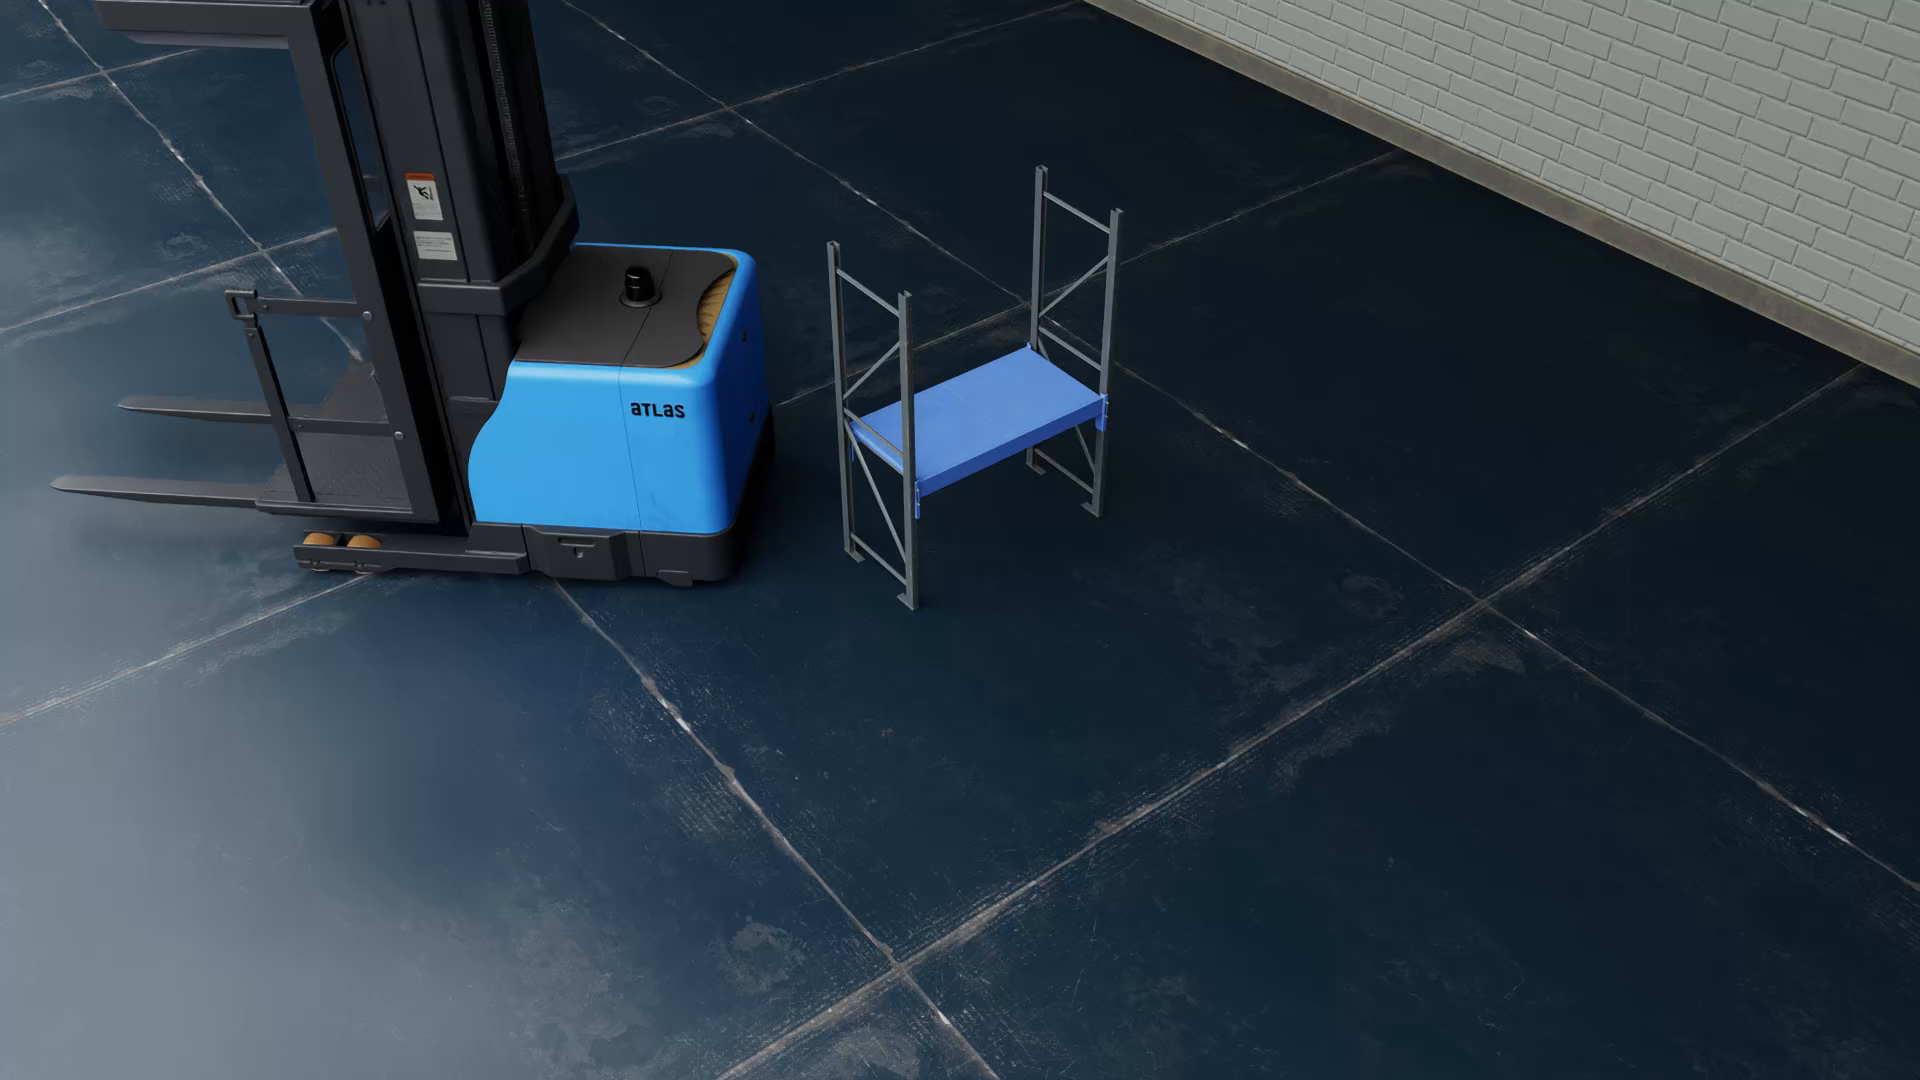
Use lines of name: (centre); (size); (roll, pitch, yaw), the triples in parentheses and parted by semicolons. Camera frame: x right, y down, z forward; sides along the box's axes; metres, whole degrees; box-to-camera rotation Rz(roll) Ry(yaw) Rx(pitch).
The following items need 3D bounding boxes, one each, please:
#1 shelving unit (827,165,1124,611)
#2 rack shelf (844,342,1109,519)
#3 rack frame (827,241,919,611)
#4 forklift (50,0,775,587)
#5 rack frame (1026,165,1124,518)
shelving unit: (0.068, -0.613, 6.815); (1.048, 1.500, 0.538); (-26, 46, -28)
rack shelf: (0.068, -0.474, 6.929); (1.000, 0.185, 0.538); (-26, 46, -28)
rack frame: (-0.335, -0.416, 6.575); (0.032, 1.500, 0.500); (-26, 46, -28)
forklift: (-2.396, -1.318, 6.546); (3.031, 2.935, 1.130); (3, 39, 4)
rack frame: (0.471, -0.809, 7.054); (0.032, 1.500, 0.500); (-26, 46, -28)
